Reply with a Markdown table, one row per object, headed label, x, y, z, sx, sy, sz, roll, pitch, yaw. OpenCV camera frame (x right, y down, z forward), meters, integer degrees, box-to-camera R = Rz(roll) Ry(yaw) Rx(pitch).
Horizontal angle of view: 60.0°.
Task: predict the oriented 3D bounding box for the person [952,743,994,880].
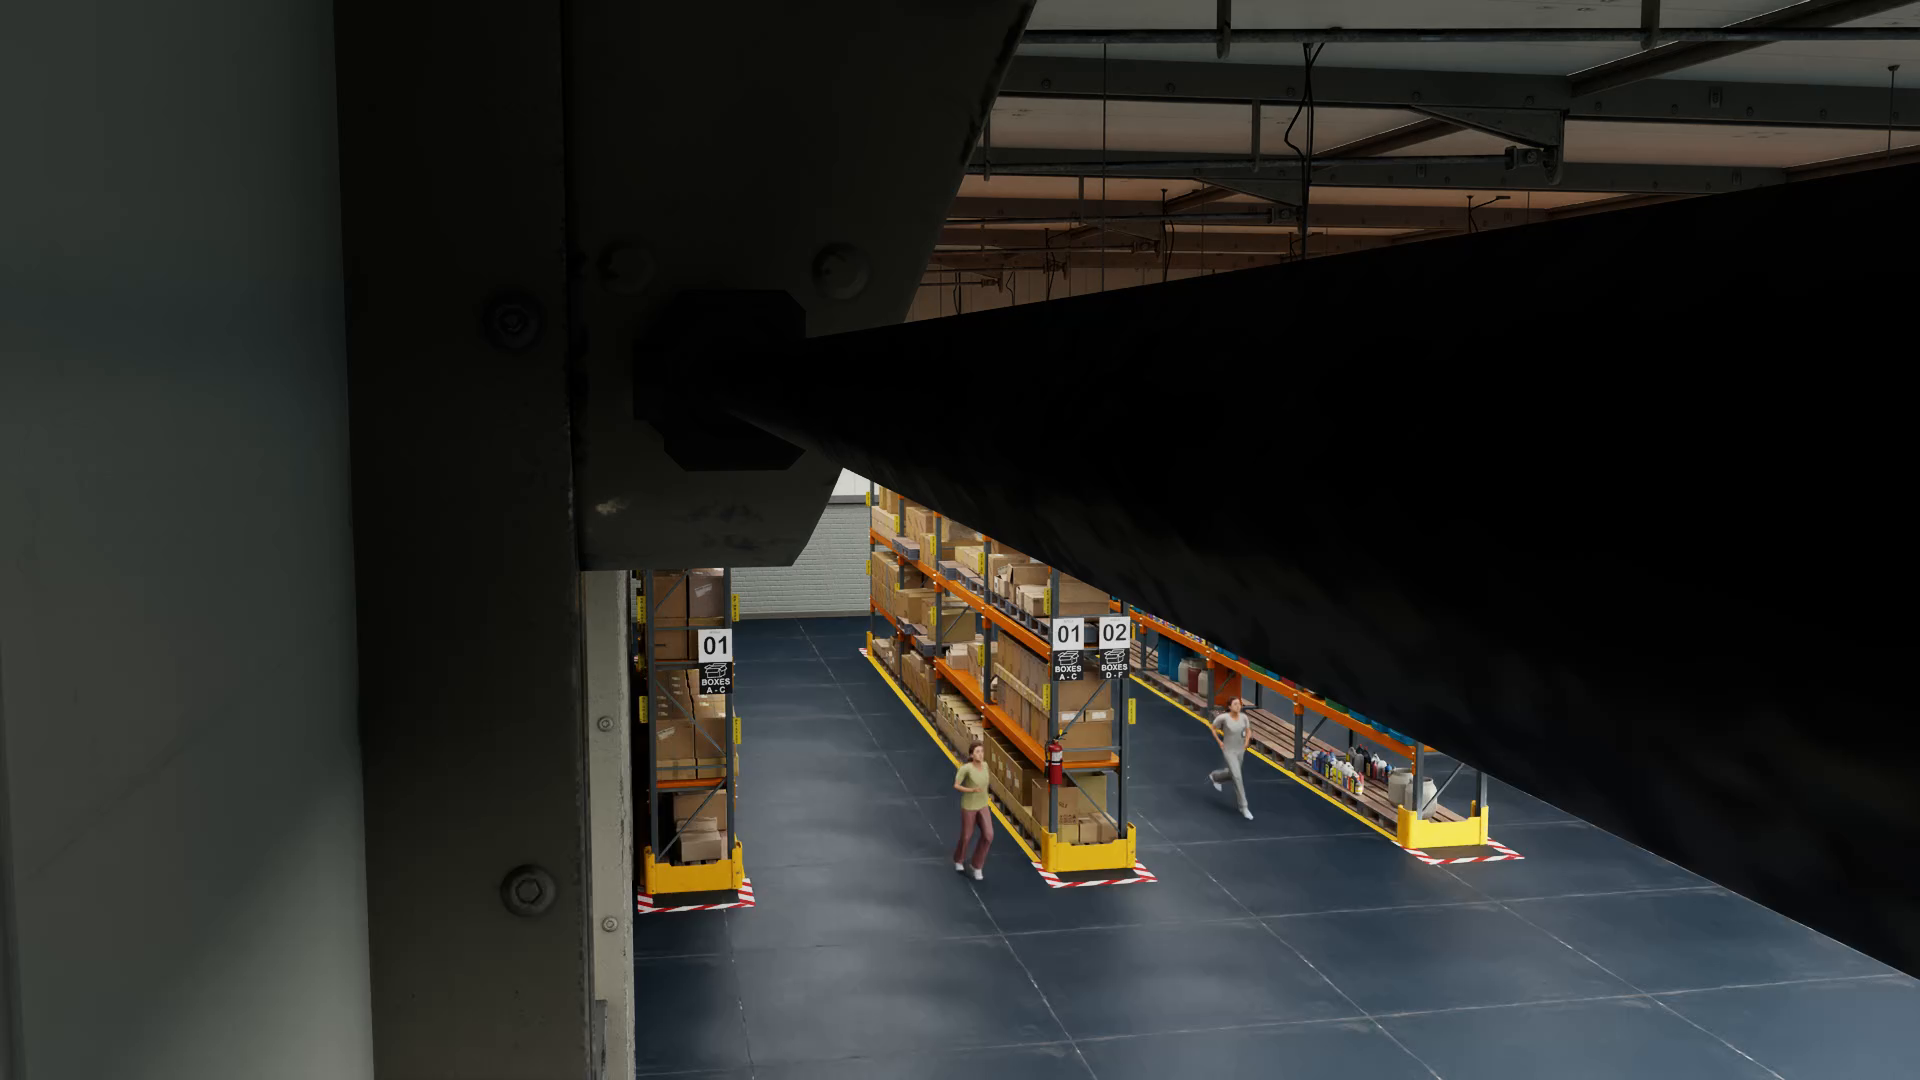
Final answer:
| label | x | y | z | sx | sy | sz | roll | pitch | yaw |
| --- | --- | --- | --- | --- | --- | --- | --- | --- | --- |
| person | 0.165 | 3.359 | 20.667 | 0.590 | 1.732 | 0.662 | -3 | 7 | -29 |

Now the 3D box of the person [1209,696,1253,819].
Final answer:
| label | x | y | z | sx | sy | sz | roll | pitch | yaw |
| --- | --- | --- | --- | --- | --- | --- | --- | --- | --- |
| person | 3.891 | 3.044 | 23.757 | 0.537 | 1.677 | 1.114 | -3 | 7 | -26 |
